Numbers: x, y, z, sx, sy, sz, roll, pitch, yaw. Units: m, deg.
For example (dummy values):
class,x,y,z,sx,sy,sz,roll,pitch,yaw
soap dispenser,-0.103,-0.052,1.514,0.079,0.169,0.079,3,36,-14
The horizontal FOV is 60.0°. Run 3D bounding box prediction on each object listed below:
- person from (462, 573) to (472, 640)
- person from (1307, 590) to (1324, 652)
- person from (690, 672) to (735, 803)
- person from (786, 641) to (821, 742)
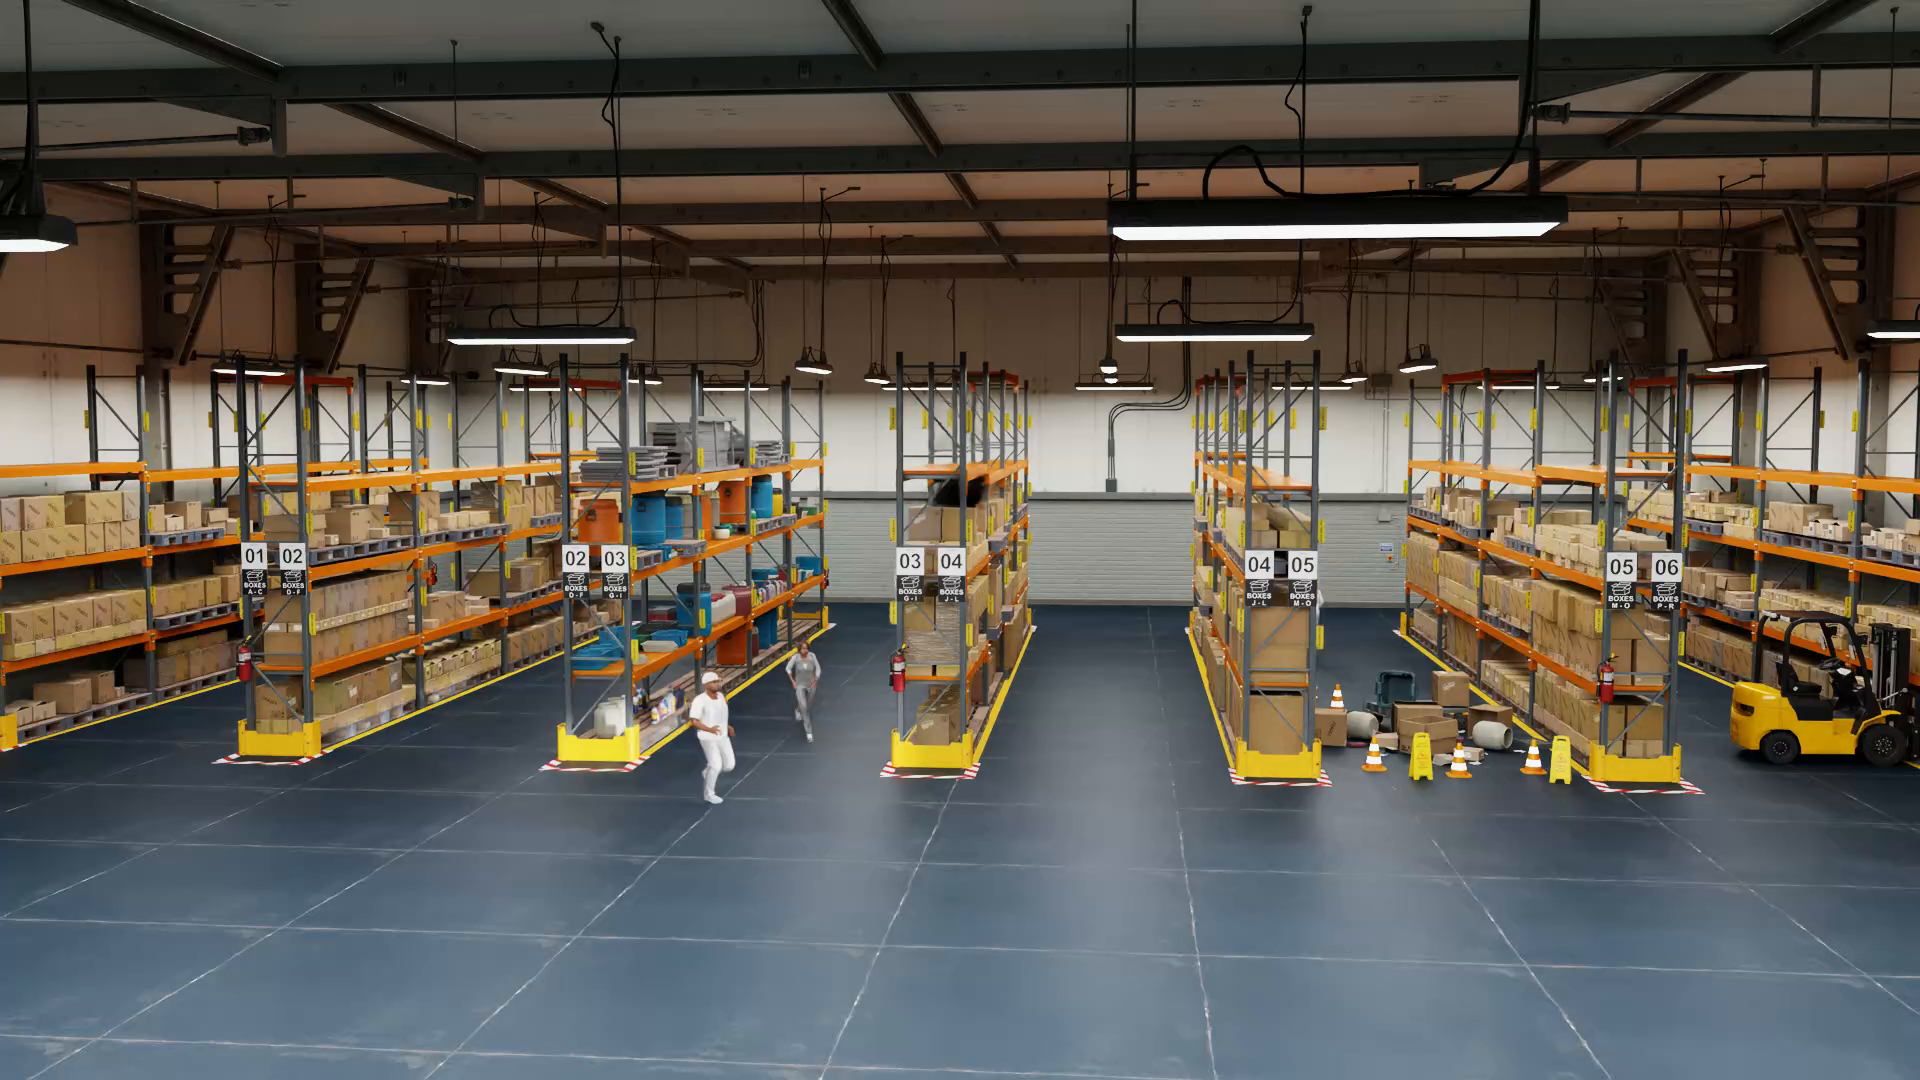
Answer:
class,x,y,z,sx,sy,sz,roll,pitch,yaw
person,-11.063,1.521,37.621,0.535,1.609,0.852,0,4,2
person,7.527,1.655,35.687,0.618,1.681,1.024,0,4,-4
person,-3.236,2.593,21.869,0.583,1.720,0.700,3,5,35
person,-2.495,2.359,26.400,0.537,1.587,0.942,-1,4,-19
